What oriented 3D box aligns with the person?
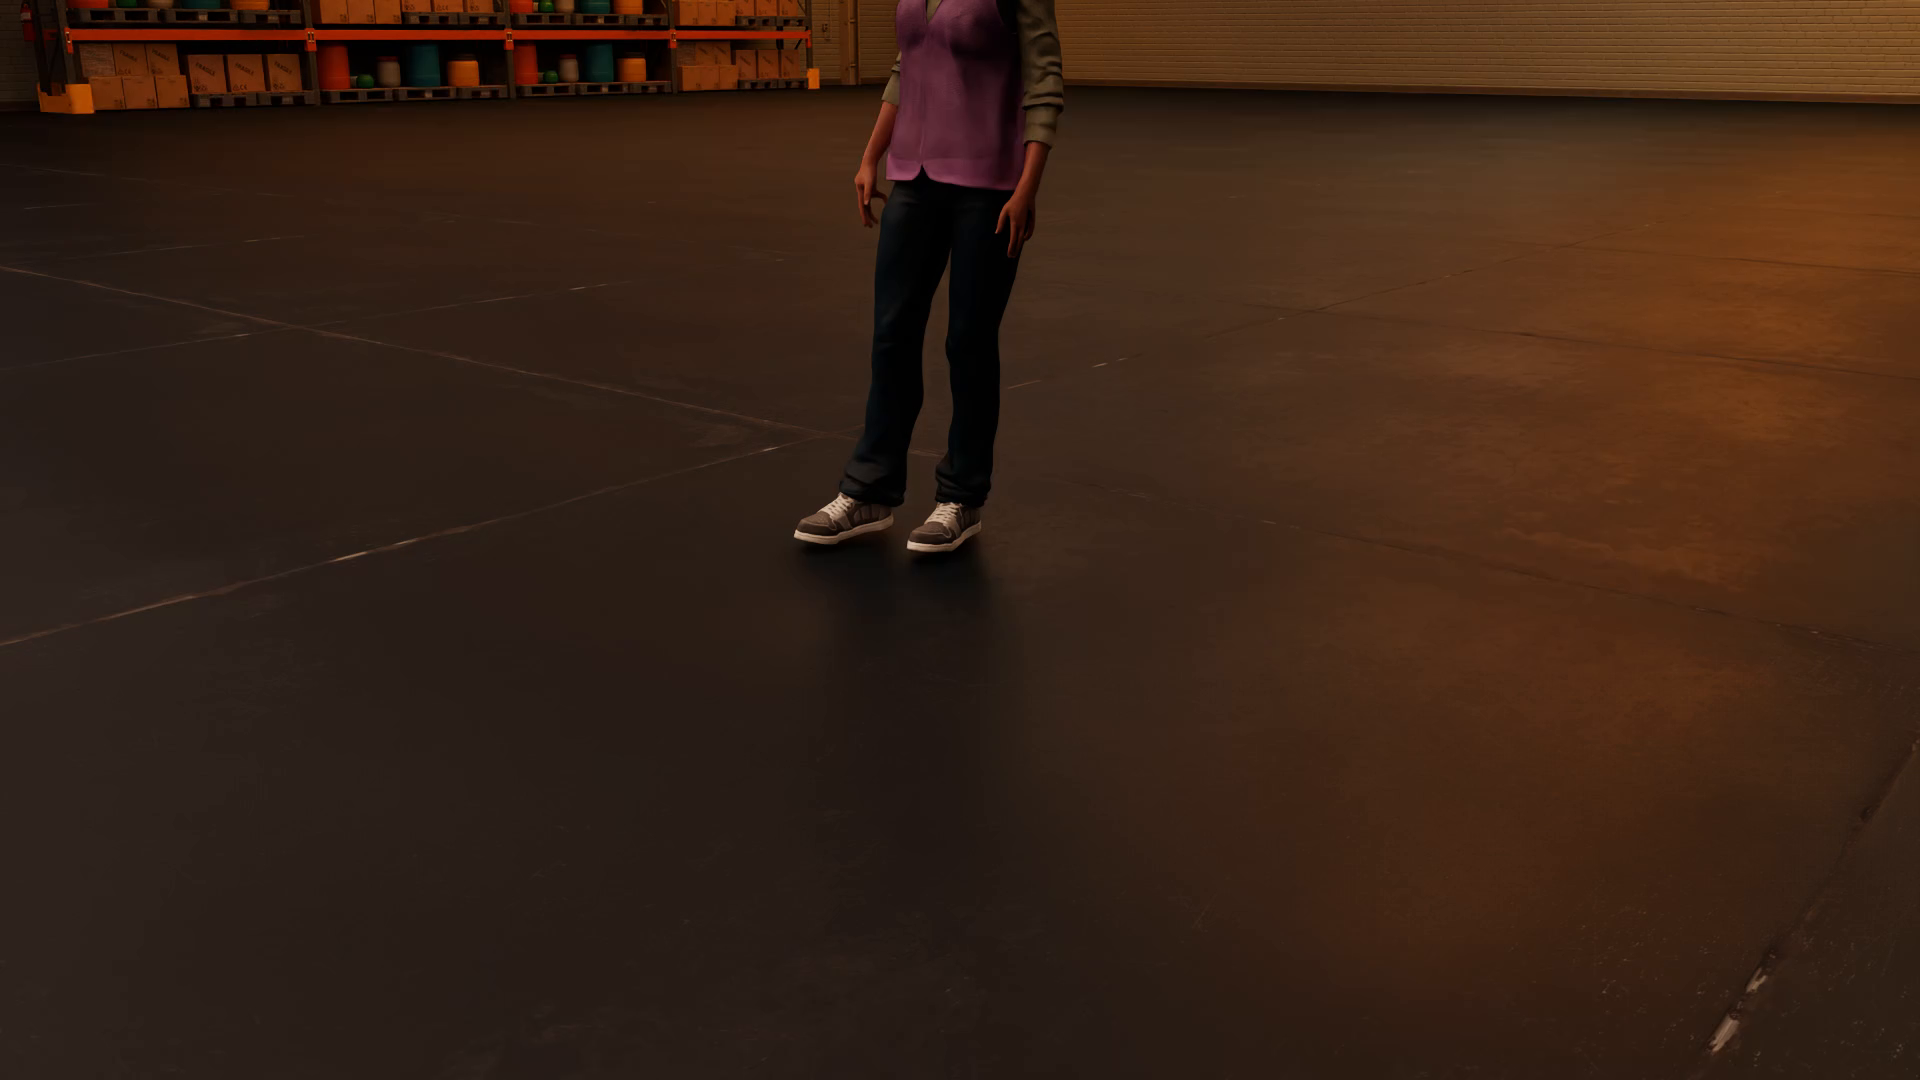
[{"bbox_3d":[-0.058,-0.757,3.662,0.520,1.597,0.476,13,21,37],"label":"person"}]
